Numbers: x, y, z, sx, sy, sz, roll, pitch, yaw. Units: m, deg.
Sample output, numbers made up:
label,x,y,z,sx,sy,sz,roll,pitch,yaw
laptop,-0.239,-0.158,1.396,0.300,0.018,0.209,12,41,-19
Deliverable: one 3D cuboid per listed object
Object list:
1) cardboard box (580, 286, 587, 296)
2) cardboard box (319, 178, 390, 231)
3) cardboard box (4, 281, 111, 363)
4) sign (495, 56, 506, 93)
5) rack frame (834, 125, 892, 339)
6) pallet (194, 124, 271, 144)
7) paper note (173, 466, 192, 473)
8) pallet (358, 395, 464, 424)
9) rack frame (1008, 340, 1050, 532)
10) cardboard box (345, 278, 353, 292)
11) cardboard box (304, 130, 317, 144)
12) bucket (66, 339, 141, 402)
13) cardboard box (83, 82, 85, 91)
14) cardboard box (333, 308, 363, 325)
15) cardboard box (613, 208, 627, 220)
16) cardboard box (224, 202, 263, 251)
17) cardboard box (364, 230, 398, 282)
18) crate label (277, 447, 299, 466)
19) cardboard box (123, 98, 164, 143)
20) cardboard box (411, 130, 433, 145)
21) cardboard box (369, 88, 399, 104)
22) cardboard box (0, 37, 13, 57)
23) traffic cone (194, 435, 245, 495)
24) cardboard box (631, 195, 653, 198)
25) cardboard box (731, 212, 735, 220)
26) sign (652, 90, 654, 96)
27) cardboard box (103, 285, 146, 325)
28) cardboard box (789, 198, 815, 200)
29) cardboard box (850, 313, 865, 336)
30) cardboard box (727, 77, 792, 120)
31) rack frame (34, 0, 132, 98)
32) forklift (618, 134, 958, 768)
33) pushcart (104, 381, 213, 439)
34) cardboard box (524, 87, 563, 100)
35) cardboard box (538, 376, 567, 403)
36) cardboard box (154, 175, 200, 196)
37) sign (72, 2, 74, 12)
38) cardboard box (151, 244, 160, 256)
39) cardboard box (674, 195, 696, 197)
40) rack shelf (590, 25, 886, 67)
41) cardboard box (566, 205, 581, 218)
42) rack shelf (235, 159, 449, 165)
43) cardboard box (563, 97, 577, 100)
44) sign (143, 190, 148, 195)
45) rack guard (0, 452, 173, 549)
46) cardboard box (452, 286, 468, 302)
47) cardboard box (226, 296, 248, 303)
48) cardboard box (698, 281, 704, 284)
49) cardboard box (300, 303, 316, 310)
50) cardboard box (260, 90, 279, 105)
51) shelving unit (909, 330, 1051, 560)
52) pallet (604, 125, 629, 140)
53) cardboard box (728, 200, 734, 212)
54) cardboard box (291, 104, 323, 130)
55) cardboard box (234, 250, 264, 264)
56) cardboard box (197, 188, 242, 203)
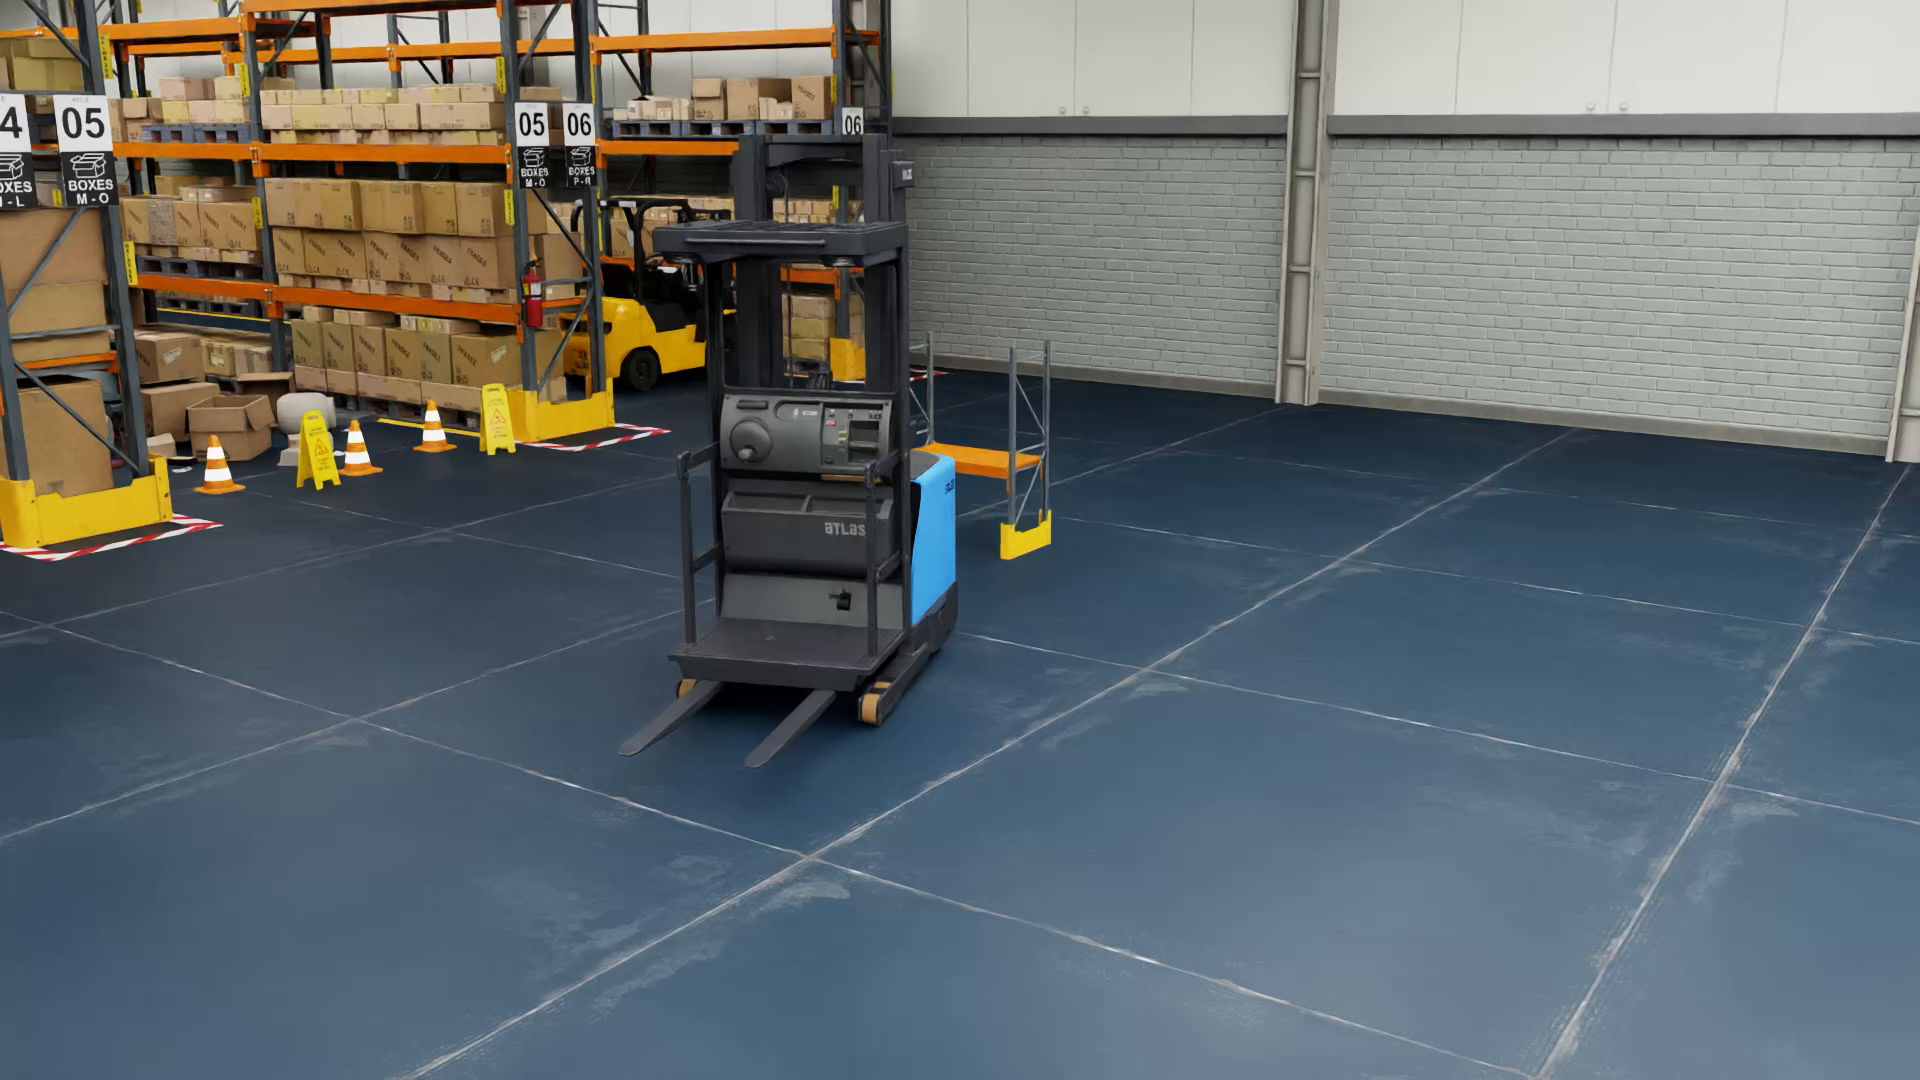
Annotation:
label,x,y,z,sx,sy,sz,roll,pitch,yaw
cardboard box,-4.914,-3.173,22.967,0.625,0.625,0.875,10,17,35
cardboard box,-6.185,-3.494,17.289,0.500,0.500,0.700,9,16,32
cardboard box,-6.935,-1.641,12.396,0.550,0.550,0.875,9,17,33
sign,-4.249,-4.305,15.388,0.005,0.325,0.100,9,17,33
rack frame,-1.156,-3.518,20.291,0.127,3.000,1.000,9,17,33
pallet,-7.695,-4.533,18.540,1.003,0.211,1.213,9,17,33
paper note,-6.921,-0.628,14.801,0.144,0.017,0.142,-10,17,-35
pallet,-5.648,-1.464,17.797,1.213,0.211,1.003,9,17,33
rack frame,0.493,-0.648,11.821,0.032,1.500,0.500,9,17,33
cardboard box,-6.259,-2.713,17.564,0.250,0.149,0.380,9,17,33
cardboard box,-6.667,-4.250,17.529,0.250,0.149,0.380,9,17,33
bucket,-8.521,-1.654,16.410,0.726,0.611,0.620,-10,7,-35
cardboard box,-10.958,-5.331,20.284,0.637,0.503,0.797,8,16,29
cardboard box,-6.405,-2.382,17.640,0.250,0.149,0.380,10,17,35
cardboard box,-4.357,-4.322,21.984,0.250,0.149,0.380,9,16,32
cardboard box,-7.753,-3.477,18.425,0.500,0.500,0.500,9,16,32
cardboard box,-5.763,-2.946,17.154,0.500,0.500,0.500,9,17,33
crate label,-6.024,-0.765,15.127,0.298,0.136,0.250,1,14,4
cardboard box,-9.279,-4.908,19.449,0.637,0.503,0.797,9,17,33
cardboard box,-5.207,-3.994,16.496,0.250,0.149,0.380,9,17,32
cardboard box,-5.659,-4.434,16.614,0.250,0.149,0.380,10,17,34
cardboard box,-6.908,-3.643,12.334,0.250,0.149,0.380,9,17,33
traffic cone,-6.250,-0.650,13.986,0.334,0.463,0.336,9,17,33
cardboard box,-4.098,-4.446,21.866,0.250,0.149,0.380,9,17,34
cardboard box,-2.678,-4.039,20.839,0.250,0.149,0.380,9,17,33
sign,-4.166,-5.910,22.474,0.005,0.325,0.100,9,17,33
cardboard box,-11.088,-2.882,21.271,0.875,0.875,0.875,9,17,32
cardboard box,-1.937,-4.224,20.966,0.250,0.149,0.380,9,17,33
cardboard box,-1.430,-2.734,20.933,0.500,0.250,0.500,10,17,34
cardboard box,-2.453,-5.443,20.535,0.500,0.500,0.700,9,17,33
rack frame,-10.561,-6.512,19.904,0.127,3.000,1.000,9,17,33
forklift,-0.860,-0.575,8.547,1.130,2.935,3.031,3,14,13
pushcart,-8.473,-1.330,16.910,0.936,0.377,1.648,3,14,14
cardboard box,-4.104,-4.337,16.222,0.250,0.149,0.380,9,17,32
cardboard box,-4.438,-1.560,17.231,0.500,0.250,0.500,9,17,32
cardboard box,-12.961,-5.783,27.576,0.500,0.500,0.500,10,17,34
sign,-14.735,-8.959,27.680,0.005,0.325,0.100,9,17,33
cardboard box,-9.261,-3.423,19.558,0.250,0.149,0.380,10,17,35
cardboard box,-3.629,-4.505,22.101,0.250,0.149,0.380,9,17,32
rack shelf,-2.815,-6.155,20.788,4.000,0.370,1.077,9,17,33
cardboard box,-5.106,-4.450,22.500,0.250,0.149,0.380,9,16,32
rack shelf,-9.453,-5.966,25.435,4.000,0.370,1.077,9,17,33
cardboard box,-5.211,-5.768,22.242,0.500,0.311,0.500,9,16,31
sign,-10.266,-4.233,20.938,0.005,0.325,0.100,9,17,33
rack guard,-6.582,-0.310,12.537,0.348,0.500,1.175,9,17,33
cardboard box,-4.825,-2.464,16.556,0.250,0.149,0.380,9,16,32
cardboard box,-11.739,-3.963,27.150,0.250,0.149,0.380,9,16,31
cardboard box,-3.530,-3.316,22.245,0.500,0.250,0.500,9,16,32
cardboard box,-9.978,-3.870,26.044,0.500,0.500,0.500,9,16,31
cardboard box,-7.163,-4.678,17.598,0.250,0.149,0.380,9,16,32
shelving unit,0.063,-0.718,12.102,1.083,1.500,0.587,9,17,33
pallet,-5.214,-5.533,22.588,1.217,0.209,0.805,8,16,31
cardboard box,-2.685,-4.183,20.800,0.250,0.149,0.380,10,17,34
cardboard box,-6.596,-4.411,17.349,0.500,0.250,0.500,9,17,32
cardboard box,-7.823,-3.160,18.494,0.250,0.149,0.380,9,17,34
cardboard box,-8.330,-3.882,18.713,0.250,0.149,0.380,9,16,31
